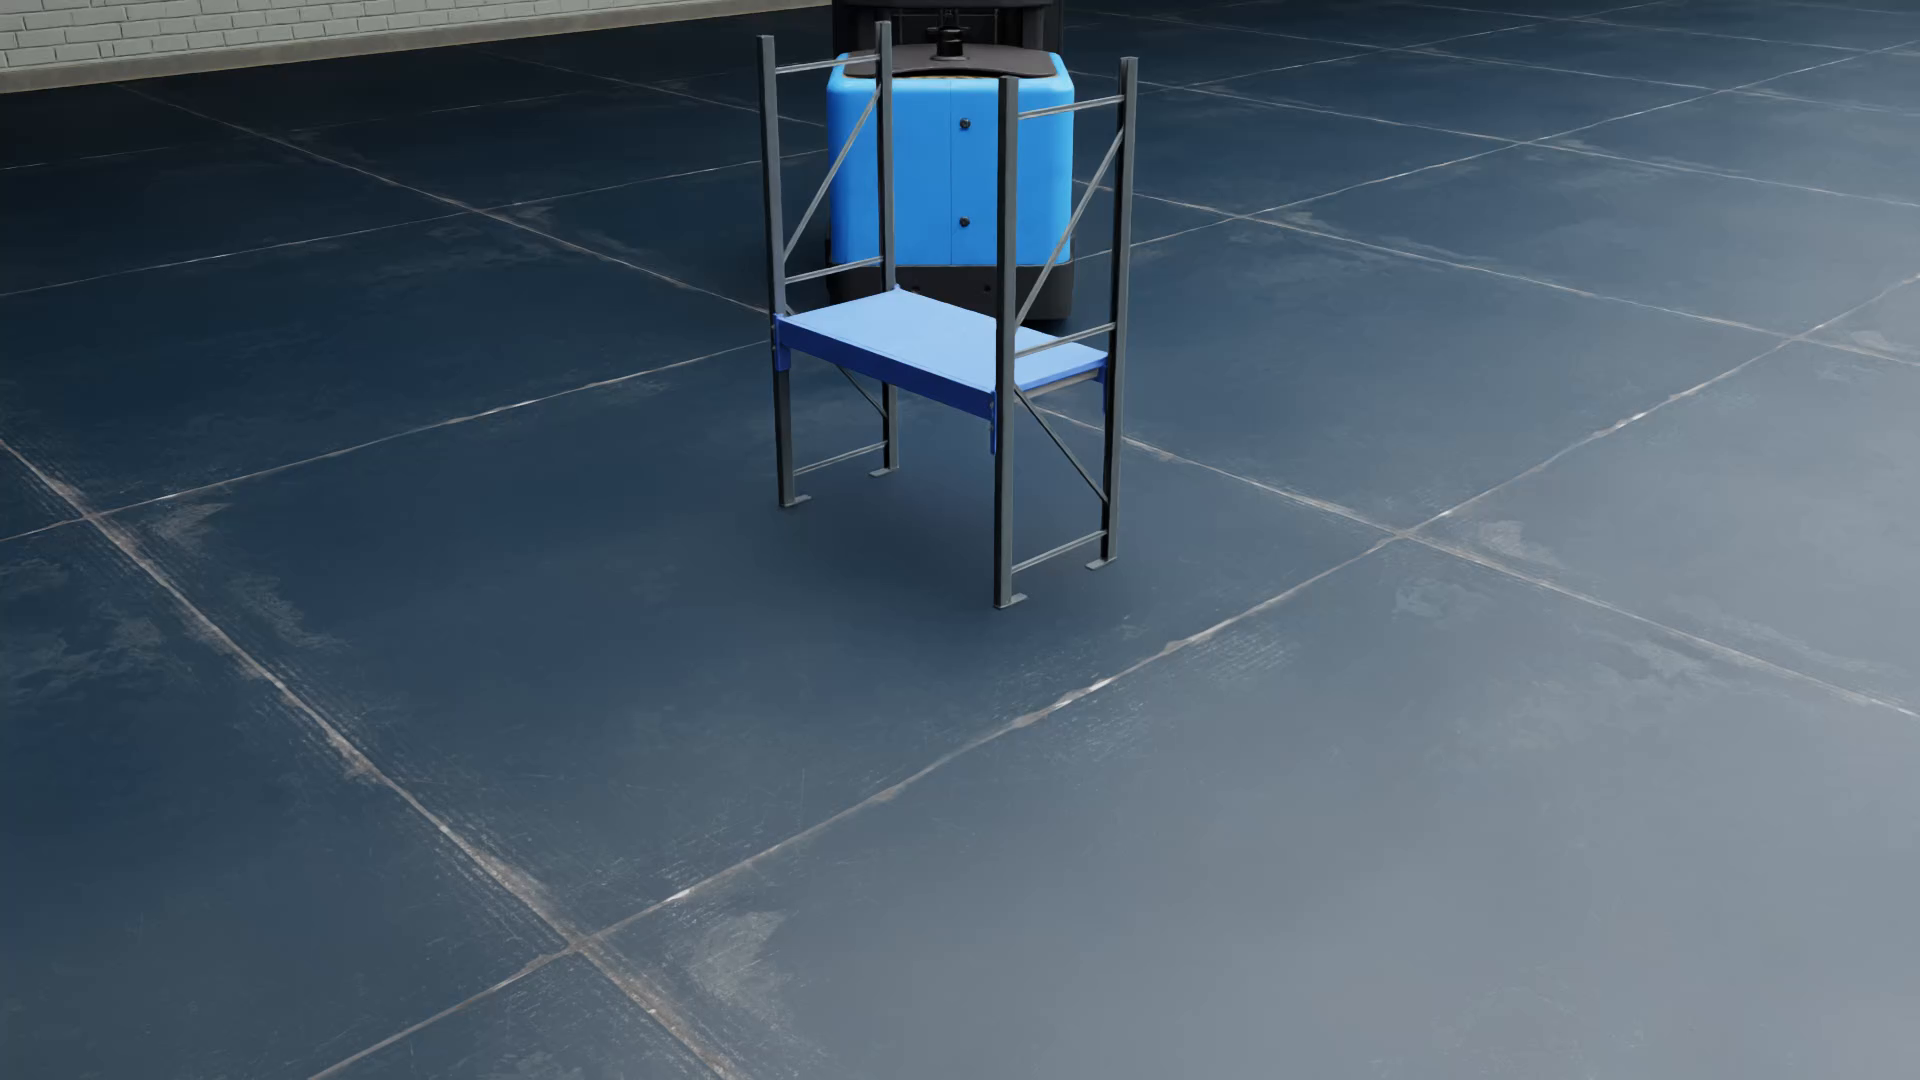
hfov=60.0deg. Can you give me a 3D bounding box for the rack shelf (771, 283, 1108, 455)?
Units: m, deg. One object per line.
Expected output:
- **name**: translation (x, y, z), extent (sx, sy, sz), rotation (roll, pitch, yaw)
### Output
- **rack shelf**: translation (-0.058, -0.545, 5.070), extent (0.538, 0.185, 1.000), rotation (-21, 32, -38)

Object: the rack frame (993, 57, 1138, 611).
- **rack frame**: translation (0.289, -0.554, 4.658), extent (0.500, 1.500, 0.032), rotation (-21, 32, -38)

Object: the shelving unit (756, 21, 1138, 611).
- **shelving unit**: translation (-0.058, -0.708, 4.995), extent (0.538, 1.500, 1.048), rotation (-21, 32, -38)

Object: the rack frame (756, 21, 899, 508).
- **rack frame**: translation (-0.406, -0.862, 5.333), extent (0.500, 1.500, 0.032), rotation (-21, 32, -38)

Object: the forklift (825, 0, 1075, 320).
- **forklift**: translation (-0.063, -2.840, 7.944), extent (1.130, 2.935, 3.031), rotation (0, 25, -1)
